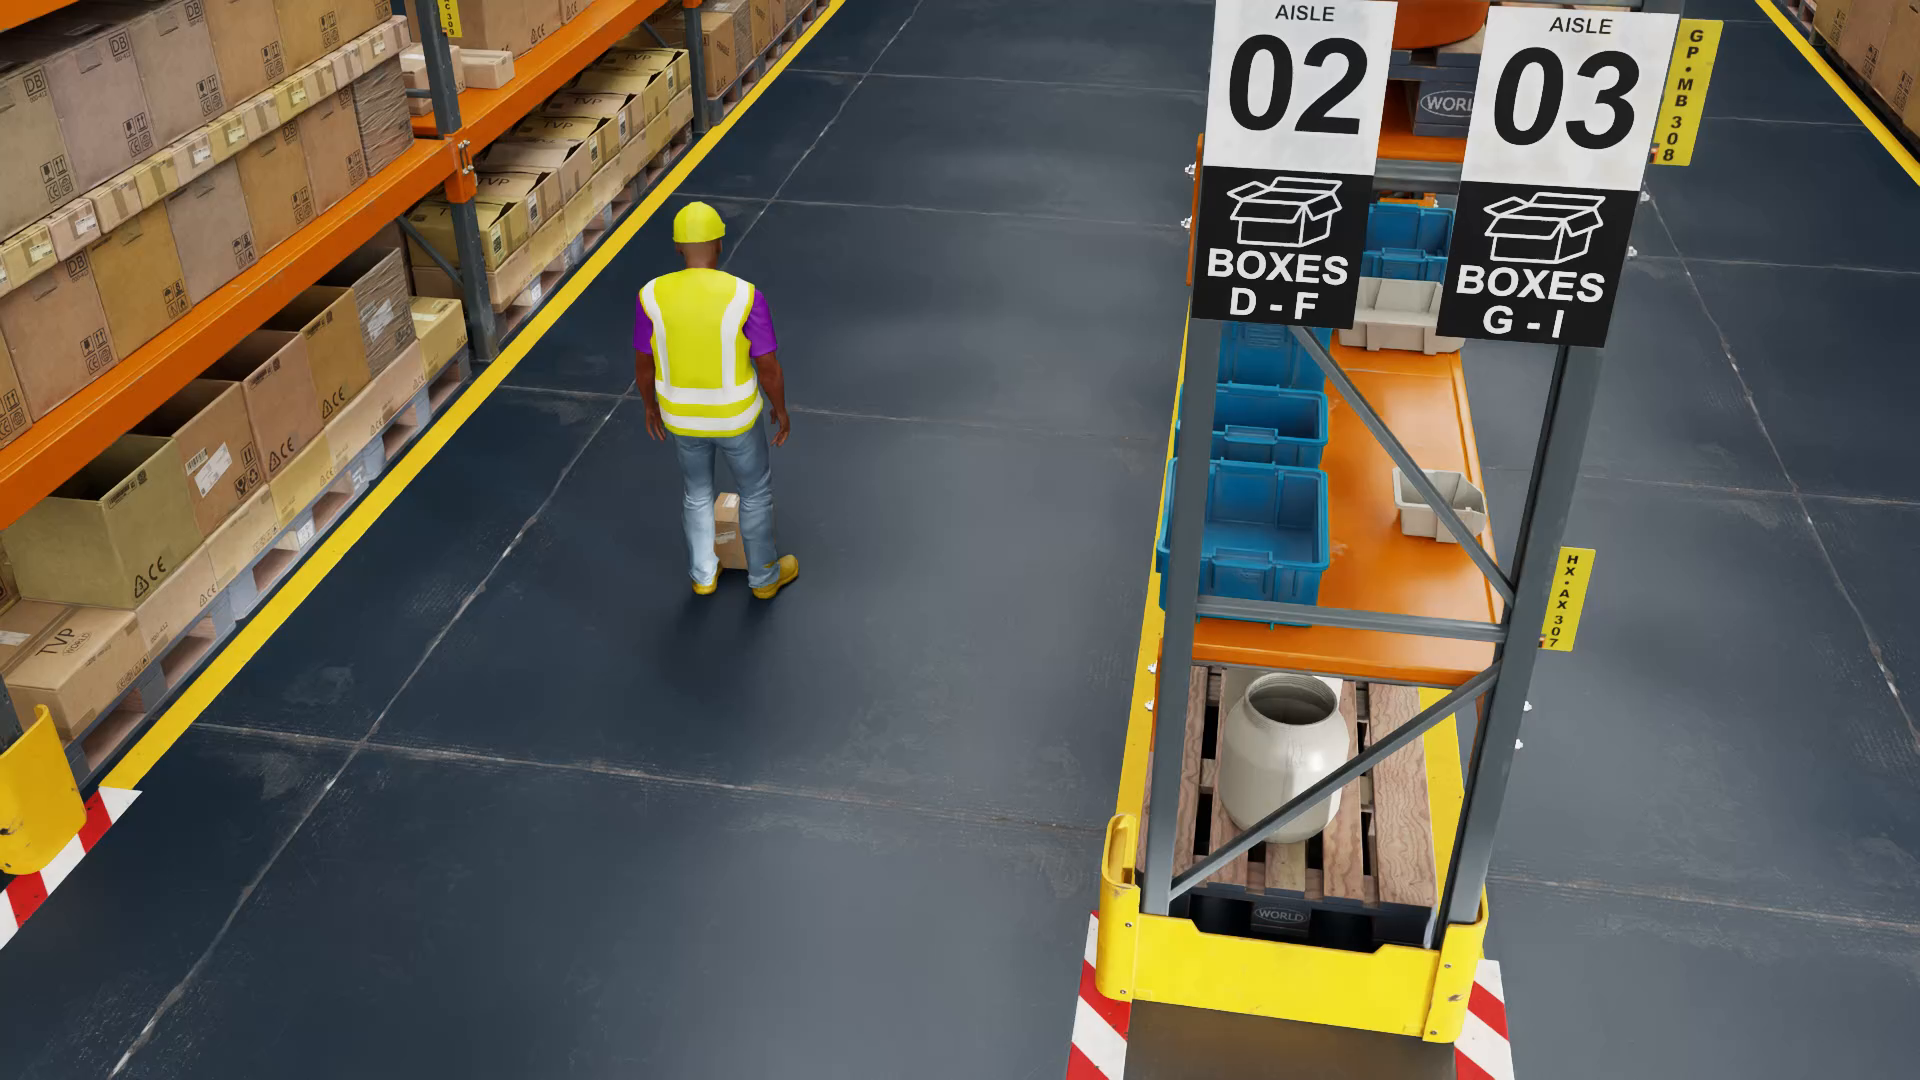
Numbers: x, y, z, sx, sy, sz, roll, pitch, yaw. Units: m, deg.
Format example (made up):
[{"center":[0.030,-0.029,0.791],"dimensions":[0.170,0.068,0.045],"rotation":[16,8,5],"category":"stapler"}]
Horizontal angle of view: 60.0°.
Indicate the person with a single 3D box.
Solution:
[{"center":[-1.029,-0.556,7.005],"dimensions":[0.628,1.759,0.462],"rotation":[4,32,6],"category":"person"}]
